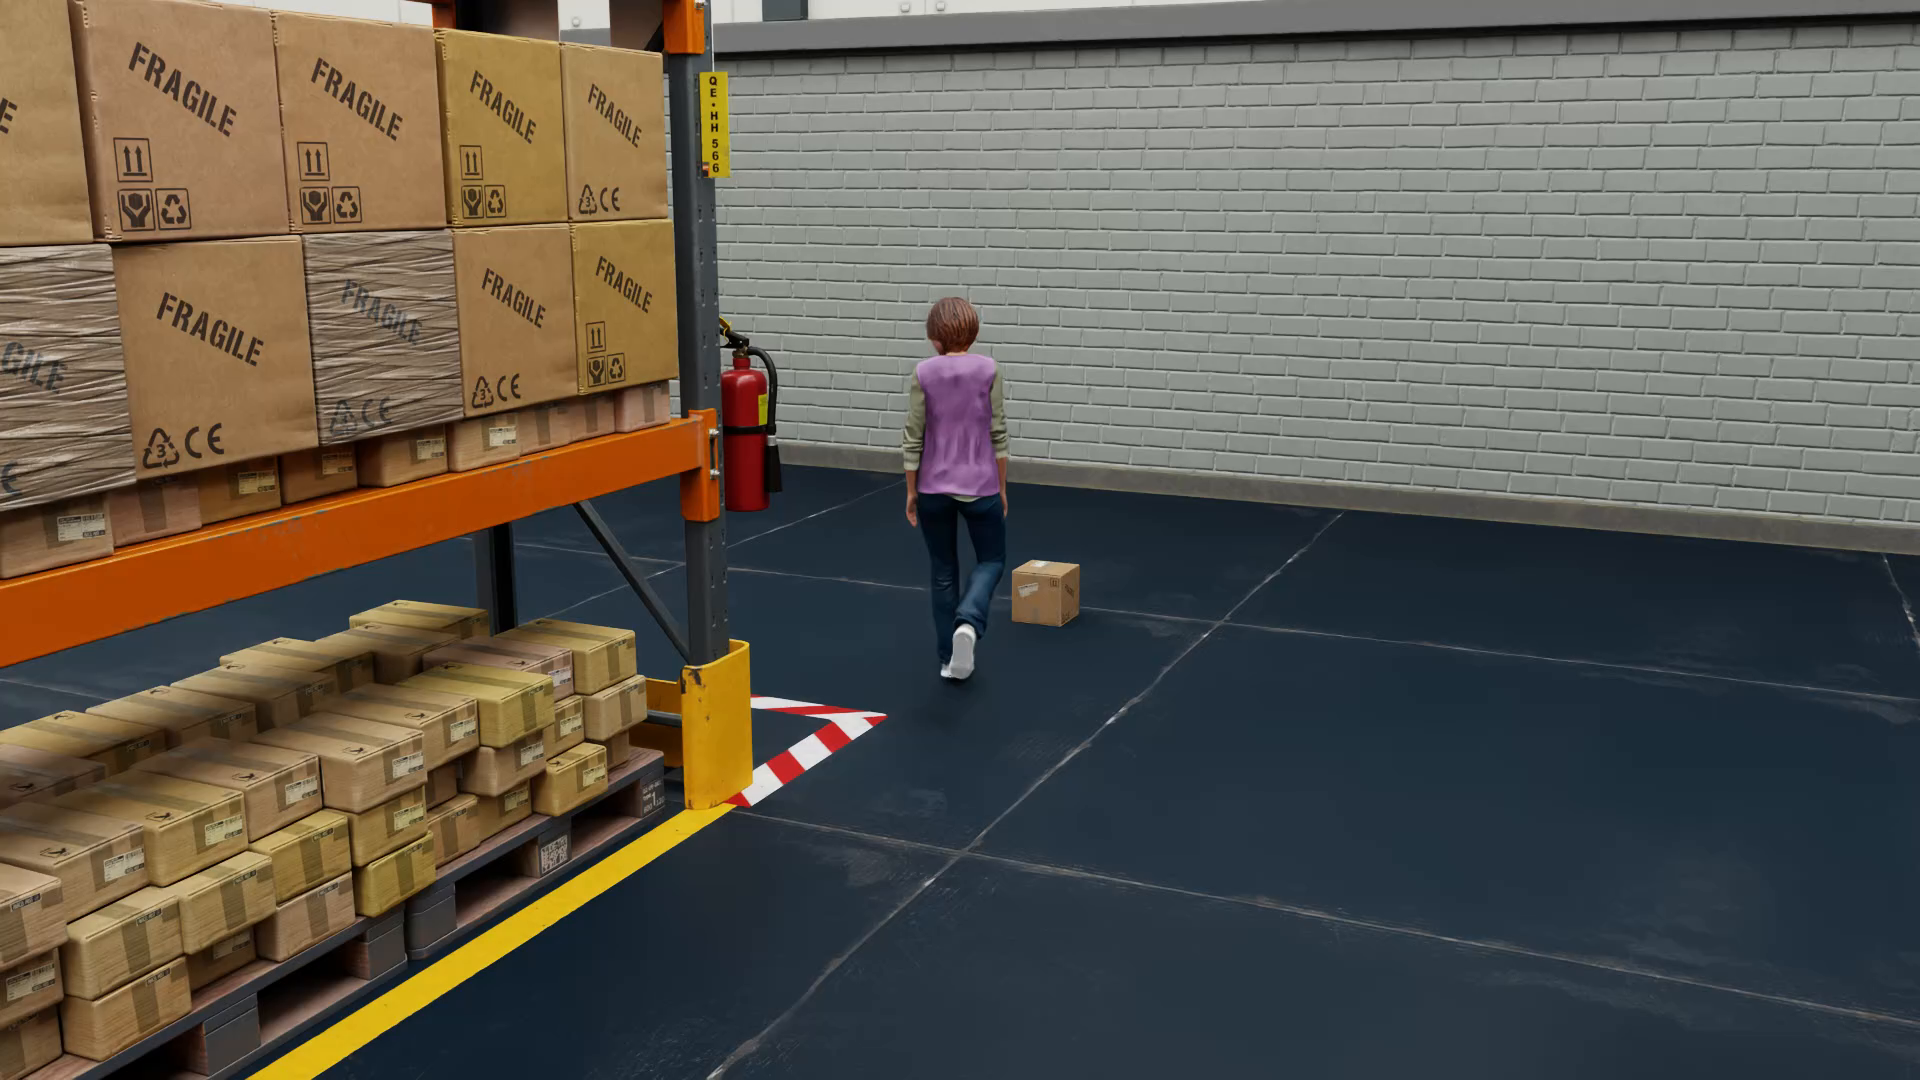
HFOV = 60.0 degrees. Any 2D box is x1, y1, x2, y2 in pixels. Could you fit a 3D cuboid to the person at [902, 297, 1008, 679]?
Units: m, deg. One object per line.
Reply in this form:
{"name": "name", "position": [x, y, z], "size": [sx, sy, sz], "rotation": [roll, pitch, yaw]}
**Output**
{"name": "person", "position": [-0.020, -0.174, 6.735], "size": [0.427, 1.598, 0.589], "rotation": [1, 13, 5]}
